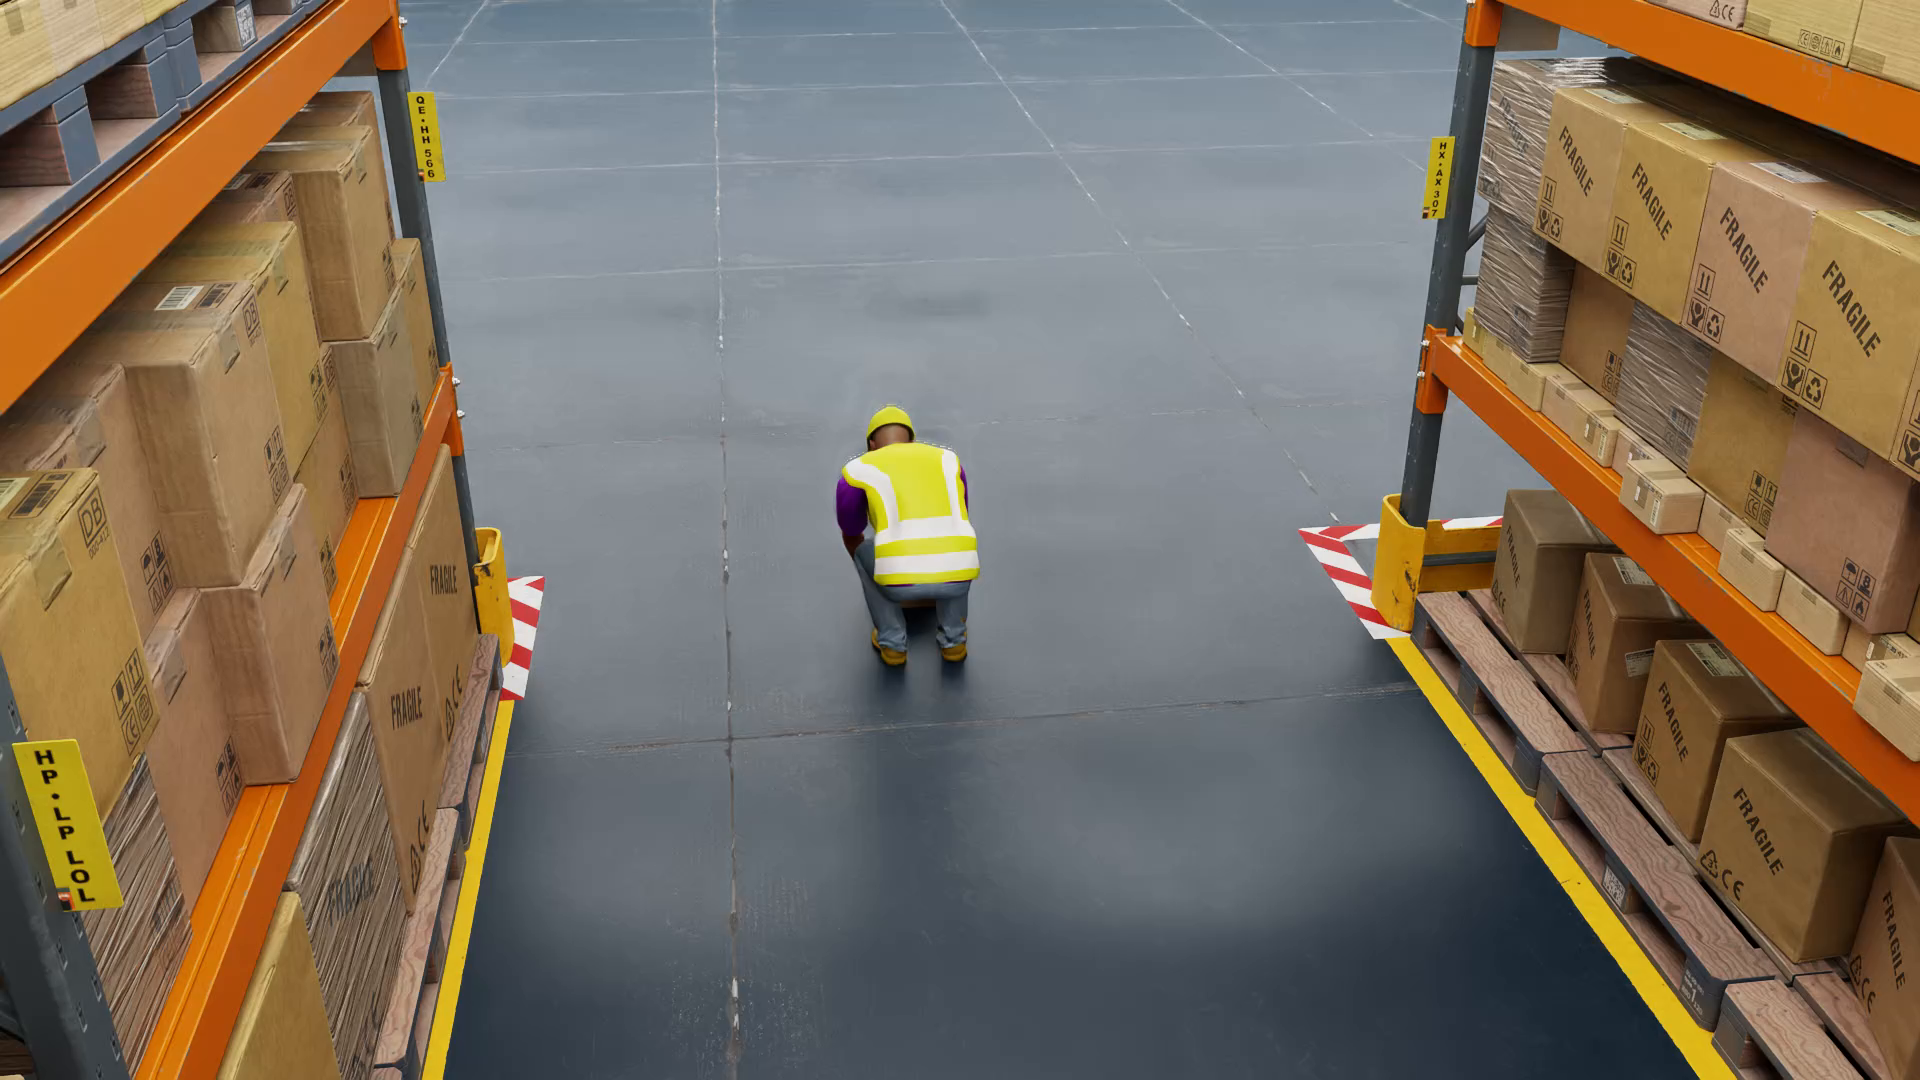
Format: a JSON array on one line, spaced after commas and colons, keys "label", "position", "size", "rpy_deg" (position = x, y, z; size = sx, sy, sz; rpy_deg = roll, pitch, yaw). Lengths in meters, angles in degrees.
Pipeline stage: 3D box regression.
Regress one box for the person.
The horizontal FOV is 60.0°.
[{"label": "person", "position": [-0.215, 0.068, 7.112], "size": [0.539, 0.887, 0.934], "rpy_deg": [-4, 27, -8]}]
